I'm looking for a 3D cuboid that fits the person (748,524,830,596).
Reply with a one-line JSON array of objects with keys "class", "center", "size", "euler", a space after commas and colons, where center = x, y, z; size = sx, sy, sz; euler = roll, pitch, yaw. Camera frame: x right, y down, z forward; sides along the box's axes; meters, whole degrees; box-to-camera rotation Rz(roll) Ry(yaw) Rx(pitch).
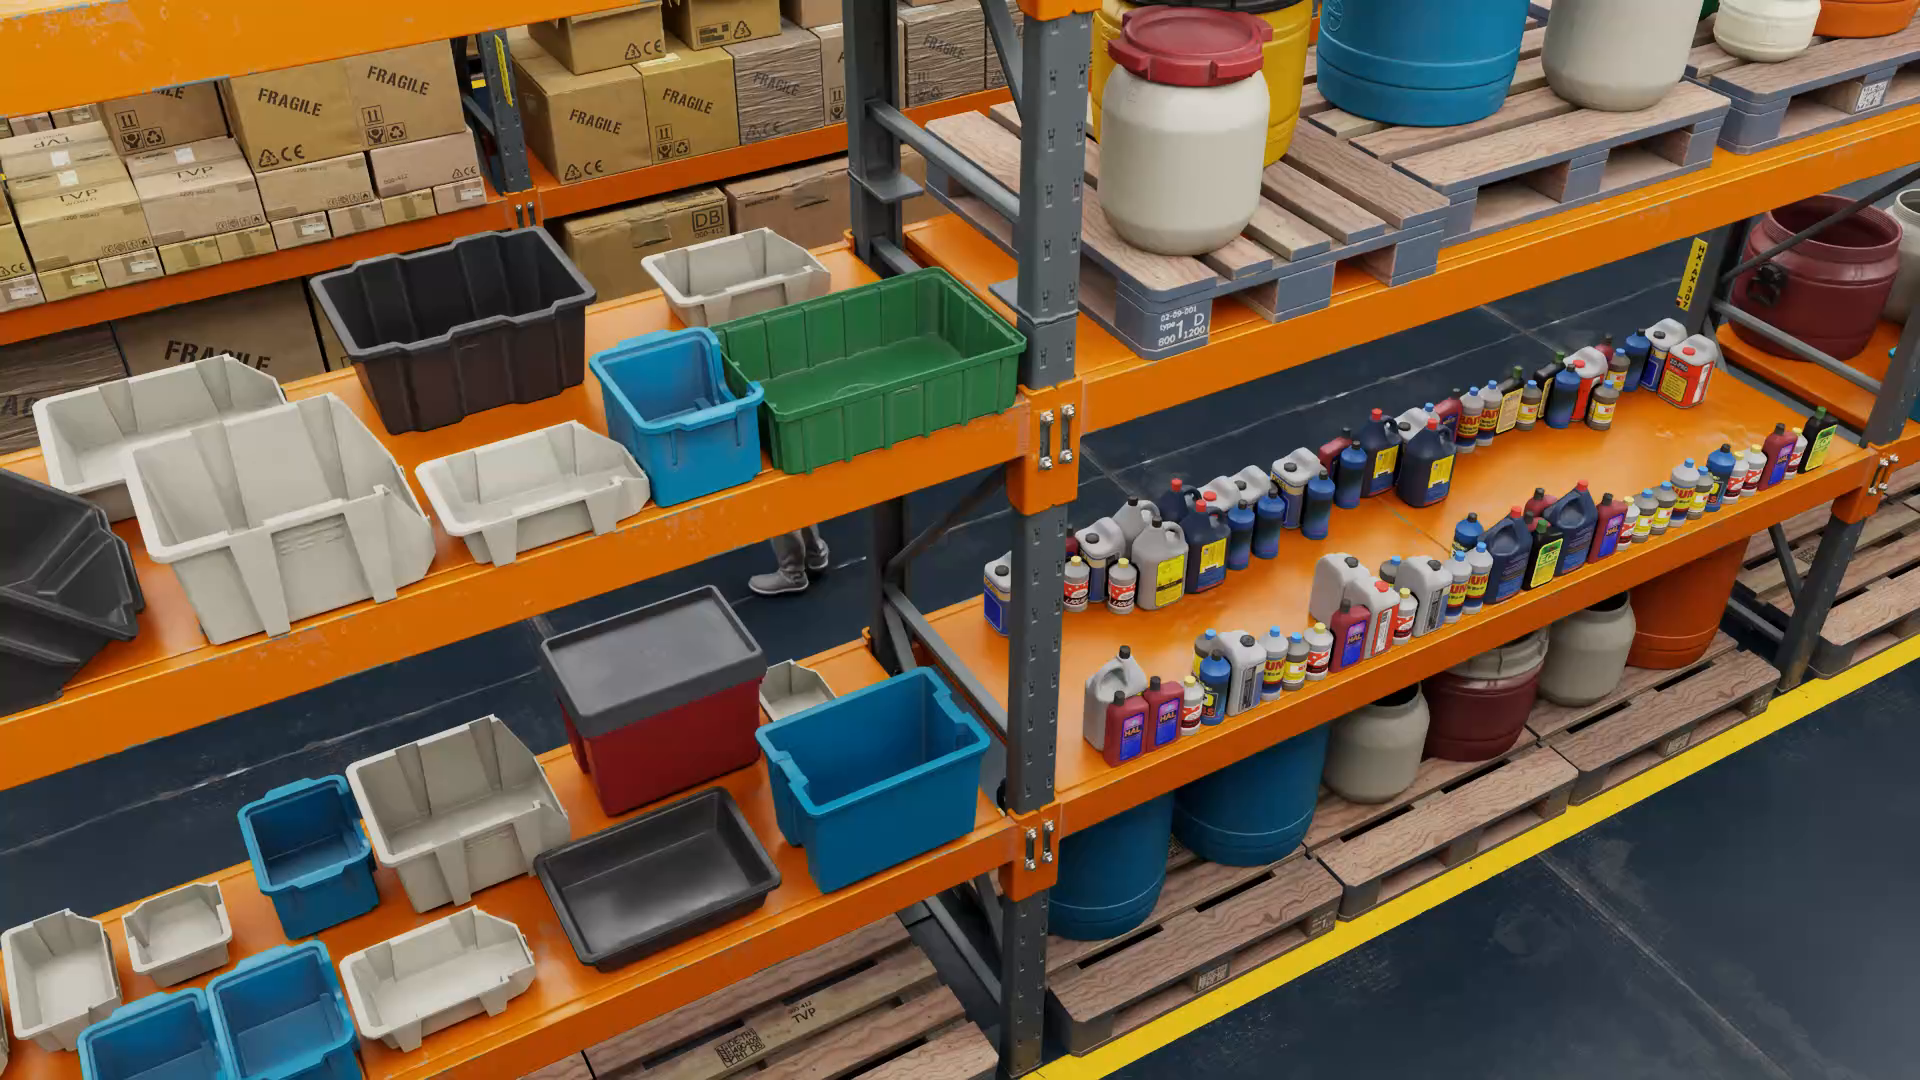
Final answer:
[{"class": "person", "center": [-0.845, -0.470, 7.521], "size": [0.400, 1.673, 0.621], "euler": [5, 37, 7]}]
